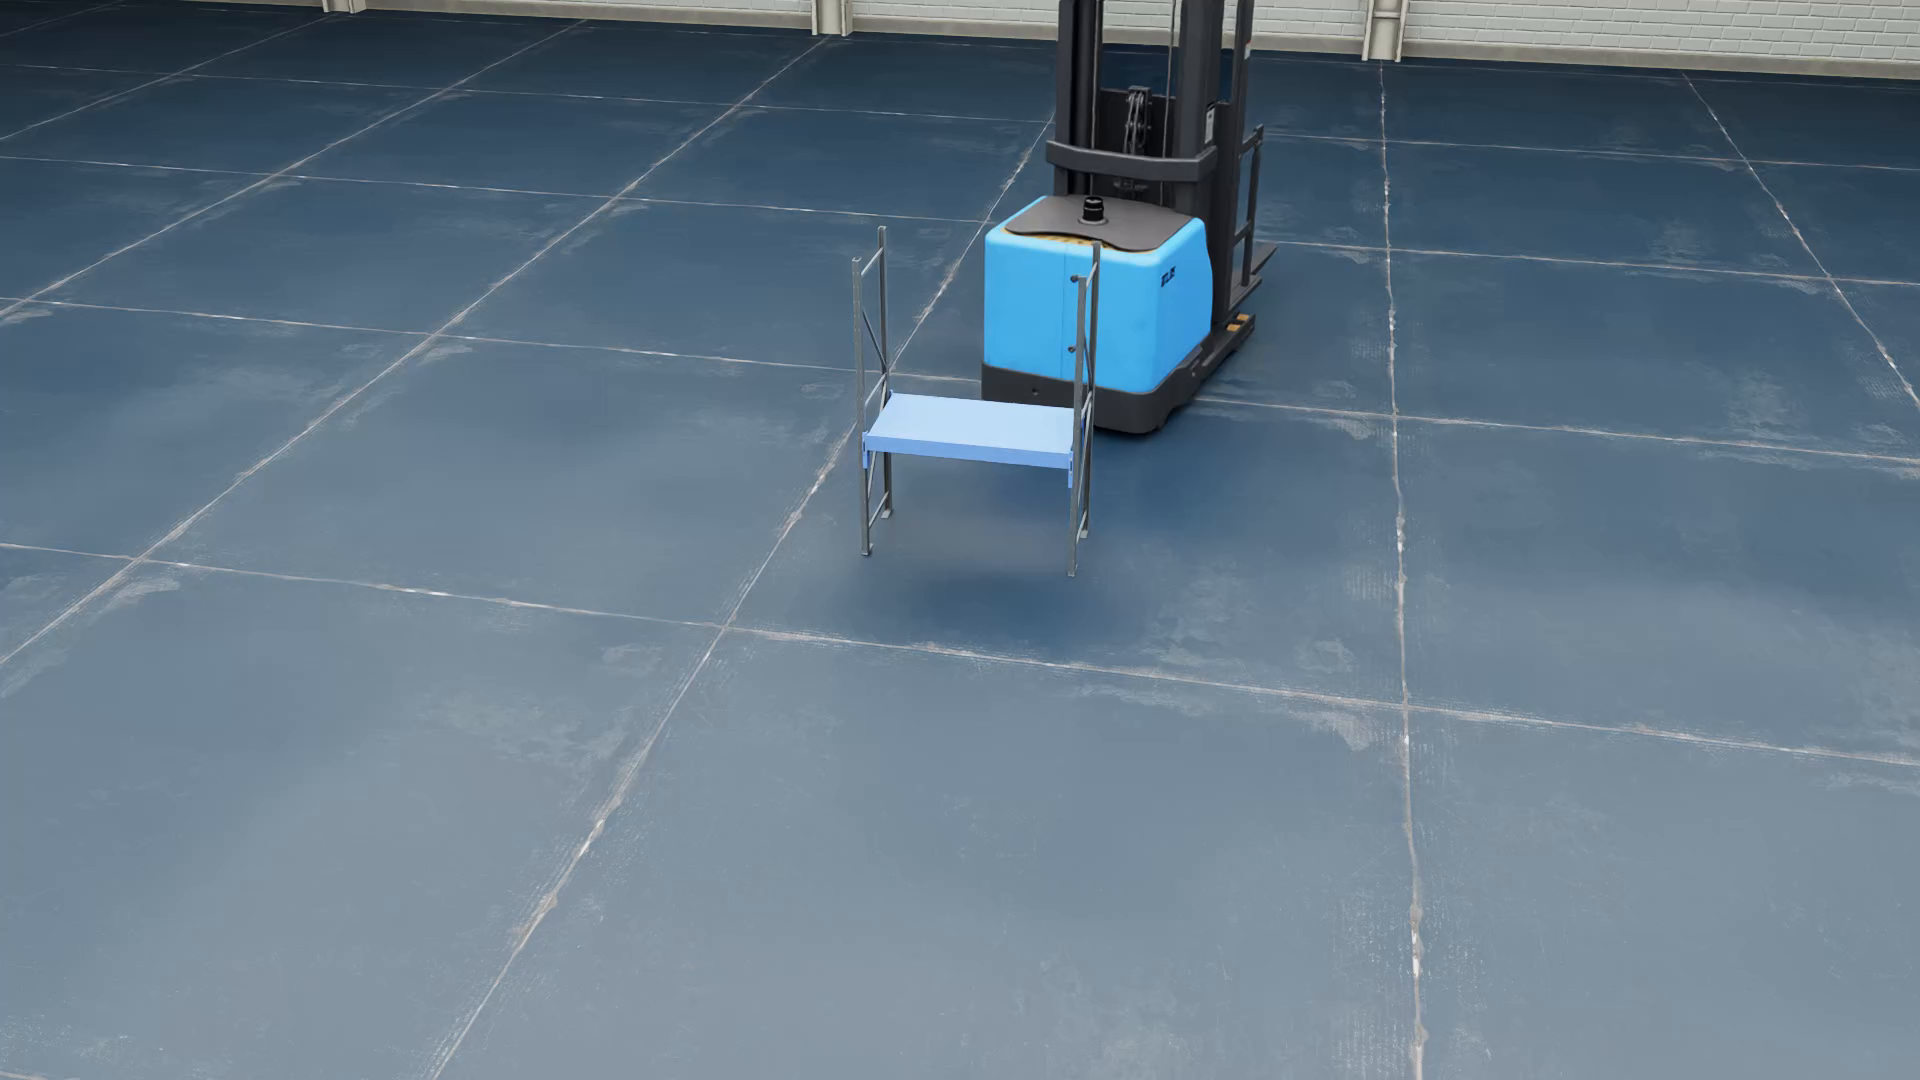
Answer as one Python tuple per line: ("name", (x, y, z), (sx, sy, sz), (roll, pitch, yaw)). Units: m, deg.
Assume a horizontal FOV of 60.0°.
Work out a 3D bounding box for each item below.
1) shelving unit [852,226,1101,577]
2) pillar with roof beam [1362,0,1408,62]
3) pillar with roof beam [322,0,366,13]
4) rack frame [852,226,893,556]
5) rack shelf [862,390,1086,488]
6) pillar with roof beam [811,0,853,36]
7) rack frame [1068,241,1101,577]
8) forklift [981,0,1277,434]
("shelving unit", (0.083, -0.649, 7.874), (1.048, 1.500, 0.538), (6, 29, 11))
("pillar with roof beam", (3.543, -7.014, 11.690), (0.400, 9.000, 9.100), (6, 29, 11))
("pillar with roof beam", (-8.193, -8.217, 13.888), (0.400, 9.000, 9.100), (6, 29, 11))
("rack frame", (-0.414, -0.700, 7.967), (0.032, 1.500, 0.500), (6, 29, 11))
("rack shelf", (0.083, -0.492, 7.961), (1.000, 0.185, 0.538), (6, 29, 11))
("pillar with roof beam", (-2.325, -7.615, 12.789), (0.400, 9.000, 9.100), (6, 29, 11))
("rack frame", (0.581, -0.598, 7.781), (0.032, 1.500, 0.500), (6, 29, 11))
("forklift", (1.226, -2.555, 9.865), (1.130, 2.935, 3.031), (13, 31, 23))
